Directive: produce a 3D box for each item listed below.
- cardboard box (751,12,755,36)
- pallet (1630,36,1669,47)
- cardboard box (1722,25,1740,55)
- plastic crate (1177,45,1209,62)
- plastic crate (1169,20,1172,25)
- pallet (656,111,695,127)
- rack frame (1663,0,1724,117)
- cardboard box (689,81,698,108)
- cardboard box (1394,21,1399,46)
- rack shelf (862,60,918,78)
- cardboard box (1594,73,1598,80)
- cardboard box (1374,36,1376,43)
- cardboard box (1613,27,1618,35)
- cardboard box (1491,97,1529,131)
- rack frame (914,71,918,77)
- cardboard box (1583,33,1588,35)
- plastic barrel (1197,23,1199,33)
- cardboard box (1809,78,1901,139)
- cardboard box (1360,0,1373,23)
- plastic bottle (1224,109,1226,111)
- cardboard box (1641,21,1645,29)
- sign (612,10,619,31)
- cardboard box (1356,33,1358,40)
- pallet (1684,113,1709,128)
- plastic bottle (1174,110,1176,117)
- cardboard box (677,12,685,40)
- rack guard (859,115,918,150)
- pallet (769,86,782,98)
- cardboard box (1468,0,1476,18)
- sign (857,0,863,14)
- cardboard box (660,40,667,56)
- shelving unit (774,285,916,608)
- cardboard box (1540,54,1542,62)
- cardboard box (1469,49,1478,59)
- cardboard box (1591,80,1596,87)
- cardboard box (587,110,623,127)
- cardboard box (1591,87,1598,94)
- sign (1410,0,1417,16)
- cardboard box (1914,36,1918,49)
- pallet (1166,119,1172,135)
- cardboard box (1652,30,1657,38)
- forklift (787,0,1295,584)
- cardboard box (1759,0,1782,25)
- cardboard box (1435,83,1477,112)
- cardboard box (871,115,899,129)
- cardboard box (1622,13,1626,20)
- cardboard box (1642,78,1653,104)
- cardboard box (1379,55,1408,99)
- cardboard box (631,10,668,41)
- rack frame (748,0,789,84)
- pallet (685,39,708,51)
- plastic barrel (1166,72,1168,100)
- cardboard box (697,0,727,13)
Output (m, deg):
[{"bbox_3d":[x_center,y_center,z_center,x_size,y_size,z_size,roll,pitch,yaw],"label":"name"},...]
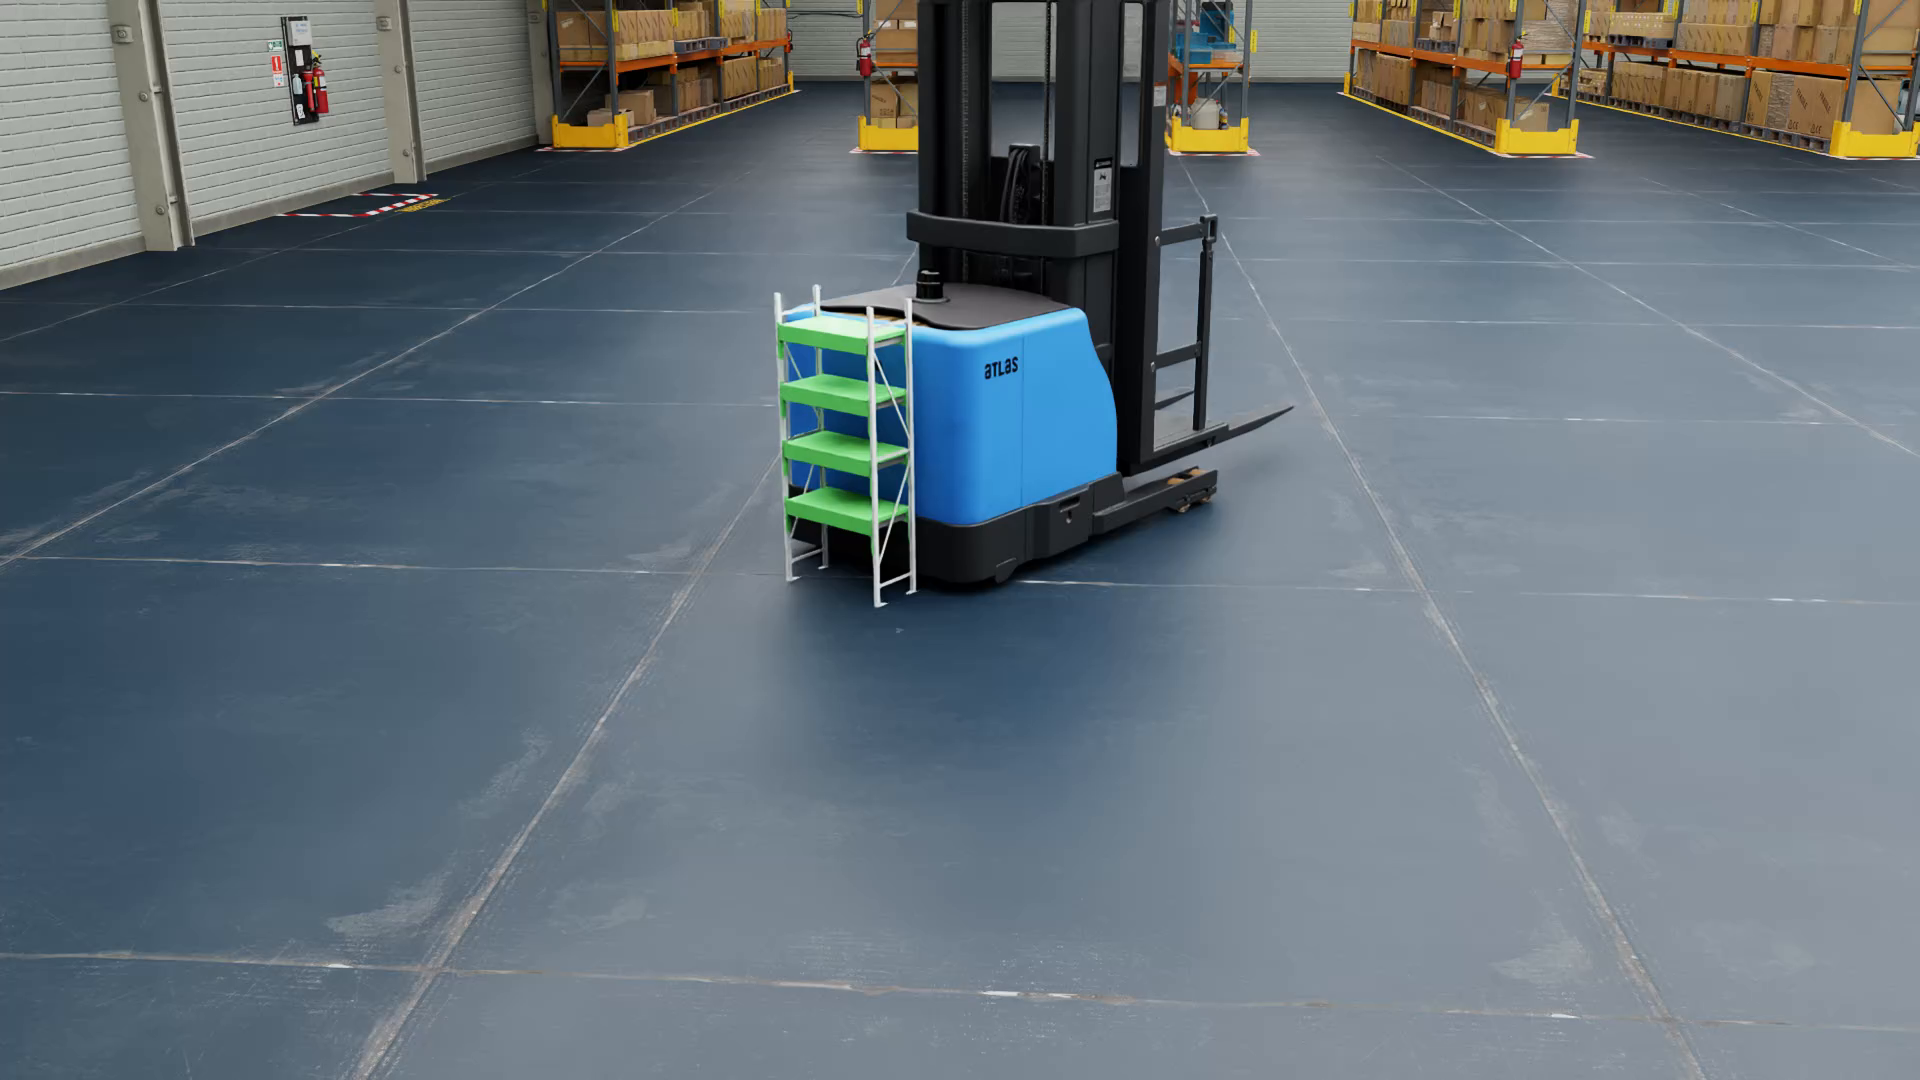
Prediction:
[{"bbox_3d":[-4.861,-11.507,37.052,0.500,0.500,0.500,1,18,3],"label":"cardboard box"},{"bbox_3d":[14.496,-10.266,34.243,1.003,0.211,1.213,1,18,4],"label":"pallet"},{"bbox_3d":[13.915,-8.871,29.519,0.500,0.500,0.500,1,18,3],"label":"cardboard box"},{"bbox_3d":[3.731,-7.802,26.656,0.499,0.251,0.408,1,18,4],"label":"plastic crate"},{"bbox_3d":[5.251,-12.416,40.343,0.616,0.435,0.499,1,18,4],"label":"plastic crate"},{"bbox_3d":[-5.599,-7.889,31.161,1.003,0.211,1.213,1,18,4],"label":"pallet"},{"bbox_3d":[14.395,-9.741,32.334,1.000,3.000,0.127,1,18,4],"label":"rack frame"},{"bbox_3d":[-5.526,-8.699,32.462,0.700,0.500,0.500,1,18,4],"label":"cardboard box"},{"bbox_3d":[9.356,-10.564,34.684,0.500,0.500,0.500,2,18,5],"label":"cardboard box"},{"bbox_3d":[-0.855,-7.900,27.871,1.077,0.370,4.000,1,18,4],"label":"rack shelf"},{"bbox_3d":[14.437,-10.385,37.248,0.380,0.149,0.250,1,18,3],"label":"cardboard box"},{"bbox_3d":[9.455,-11.188,37.154,0.380,0.149,0.250,2,18,5],"label":"cardboard box"},{"bbox_3d":[14.181,-10.865,35.494,0.380,0.149,0.250,2,18,5],"label":"cardboard box"},{"bbox_3d":[9.016,-6.984,27.261,0.500,0.500,0.500,3,18,9],"label":"cardboard box"},{"bbox_3d":[-0.425,-10.106,33.447,1.000,3.000,0.127,1,18,4],"label":"rack frame"},{"bbox_3d":[14.570,-11.804,37.993,0.500,0.500,0.500,1,18,2],"label":"cardboard box"},{"bbox_3d":[4.516,-9.108,30.185,0.433,0.535,0.433,0,18,0],"label":"plastic barrel"},{"bbox_3d":[13.804,-6.659,25.664,0.875,0.875,0.875,1,18,4],"label":"cardboard box"},{"bbox_3d":[9.658,-12.335,38.809,0.500,0.500,0.500,1,18,2],"label":"cardboard box"},{"bbox_3d":[4.417,-7.054,27.788,0.061,0.283,0.133,2,18,5],"label":"plastic bottle"},{"bbox_3d":[14.049,-10.446,33.737,0.380,0.149,0.250,1,18,4],"label":"cardboard box"},{"bbox_3d":[-5.399,-8.130,26.026,0.100,0.325,0.005,1,18,4],"label":"sign"},{"bbox_3d":[9.639,-11.986,39.590,0.380,0.149,0.250,1,18,3],"label":"cardboard box"},{"bbox_3d":[14.173,-7.795,30.873,1.003,0.211,1.213,1,18,4],"label":"pallet"},{"bbox_3d":[3.691,-7.125,28.018,0.152,0.276,0.135,1,18,2],"label":"plastic bottle"},{"bbox_3d":[-5.536,-9.560,30.914,0.700,0.500,0.500,3,18,10],"label":"cardboard box"},{"bbox_3d":[-1.001,-6.426,26.230,1.175,0.500,0.348,1,18,4],"label":"rack guard"},{"bbox_3d":[-4.862,-10.747,39.881,1.003,0.211,1.213,1,18,4],"label":"pallet"},{"bbox_3d":[8.848,-9.016,27.876,0.500,0.500,0.500,1,18,4],"label":"cardboard box"},{"bbox_3d":[-1.539,-8.300,25.697,0.100,0.325,0.005,1,18,4],"label":"sign"},{"bbox_3d":[-5.429,-8.603,29.068,0.500,0.250,0.500,1,18,4],"label":"cardboard box"},{"bbox_3d":[-0.453,-0.377,6.643,0.503,1.200,0.258,14,24,37],"label":"shelving unit"},{"bbox_3d":[9.177,-7.440,25.714,0.380,0.149,0.250,1,18,4],"label":"cardboard box"},{"bbox_3d":[8.764,-8.151,27.886,0.380,0.149,0.250,1,18,4],"label":"cardboard box"},{"bbox_3d":[14.396,-10.243,37.291,0.380,0.149,0.250,1,18,2],"label":"cardboard box"},{"bbox_3d":[-5.801,-6.875,27.198,0.500,0.311,0.500,-1,18,-2],"label":"cardboard box"},{"bbox_3d":[14.427,-10.120,37.395,0.380,0.149,0.250,1,18,2],"label":"cardboard box"},{"bbox_3d":[8.901,-10.445,32.622,0.100,0.325,0.005,1,18,4],"label":"sign"},{"bbox_3d":[19.117,-9.754,32.613,0.500,0.250,0.500,1,18,2],"label":"cardboard box"},{"bbox_3d":[4.139,-7.219,29.115,1.003,0.211,1.213,1,18,4],"label":"pallet"},{"bbox_3d":[13.992,-10.062,33.042,0.380,0.149,0.250,1,18,4],"label":"cardboard box"},{"bbox_3d":[0.580,-1.606,7.617,1.130,2.935,3.031,14,23,37],"label":"forklift"},{"bbox_3d":[14.048,-8.969,28.004,0.875,0.550,0.550,1,18,4],"label":"cardboard box"},{"bbox_3d":[9.366,-8.347,31.388,0.700,0.500,0.500,3,18,9],"label":"cardboard box"},{"bbox_3d":[-1.255,-6.687,26.755,0.500,0.250,0.500,1,18,4],"label":"cardboard box"},{"bbox_3d":[14.140,-10.991,34.921,0.380,0.149,0.250,1,18,3],"label":"cardboard box"},{"bbox_3d":[14.223,-9.124,33.792,0.500,0.500,0.500,2,18,6],"label":"cardboard box"},{"bbox_3d":[9.653,-9.839,35.370,1.225,0.875,0.875,1,18,2],"label":"cardboard box"},{"bbox_3d":[-5.409,-8.958,28.950,0.500,0.500,0.500,1,18,4],"label":"cardboard box"},{"bbox_3d":[-4.793,-12.700,41.363,1.000,3.000,0.127,1,18,4],"label":"rack frame"},{"bbox_3d":[-5.468,-9.508,31.931,1.003,0.211,1.213,1,18,4],"label":"pallet"},{"bbox_3d":[4.614,-9.551,34.951,0.600,0.588,0.708,1,18,4],"label":"plastic barrel"},{"bbox_3d":[-5.075,-10.914,34.039,0.500,0.250,0.500,2,18,5],"label":"cardboard box"}]
